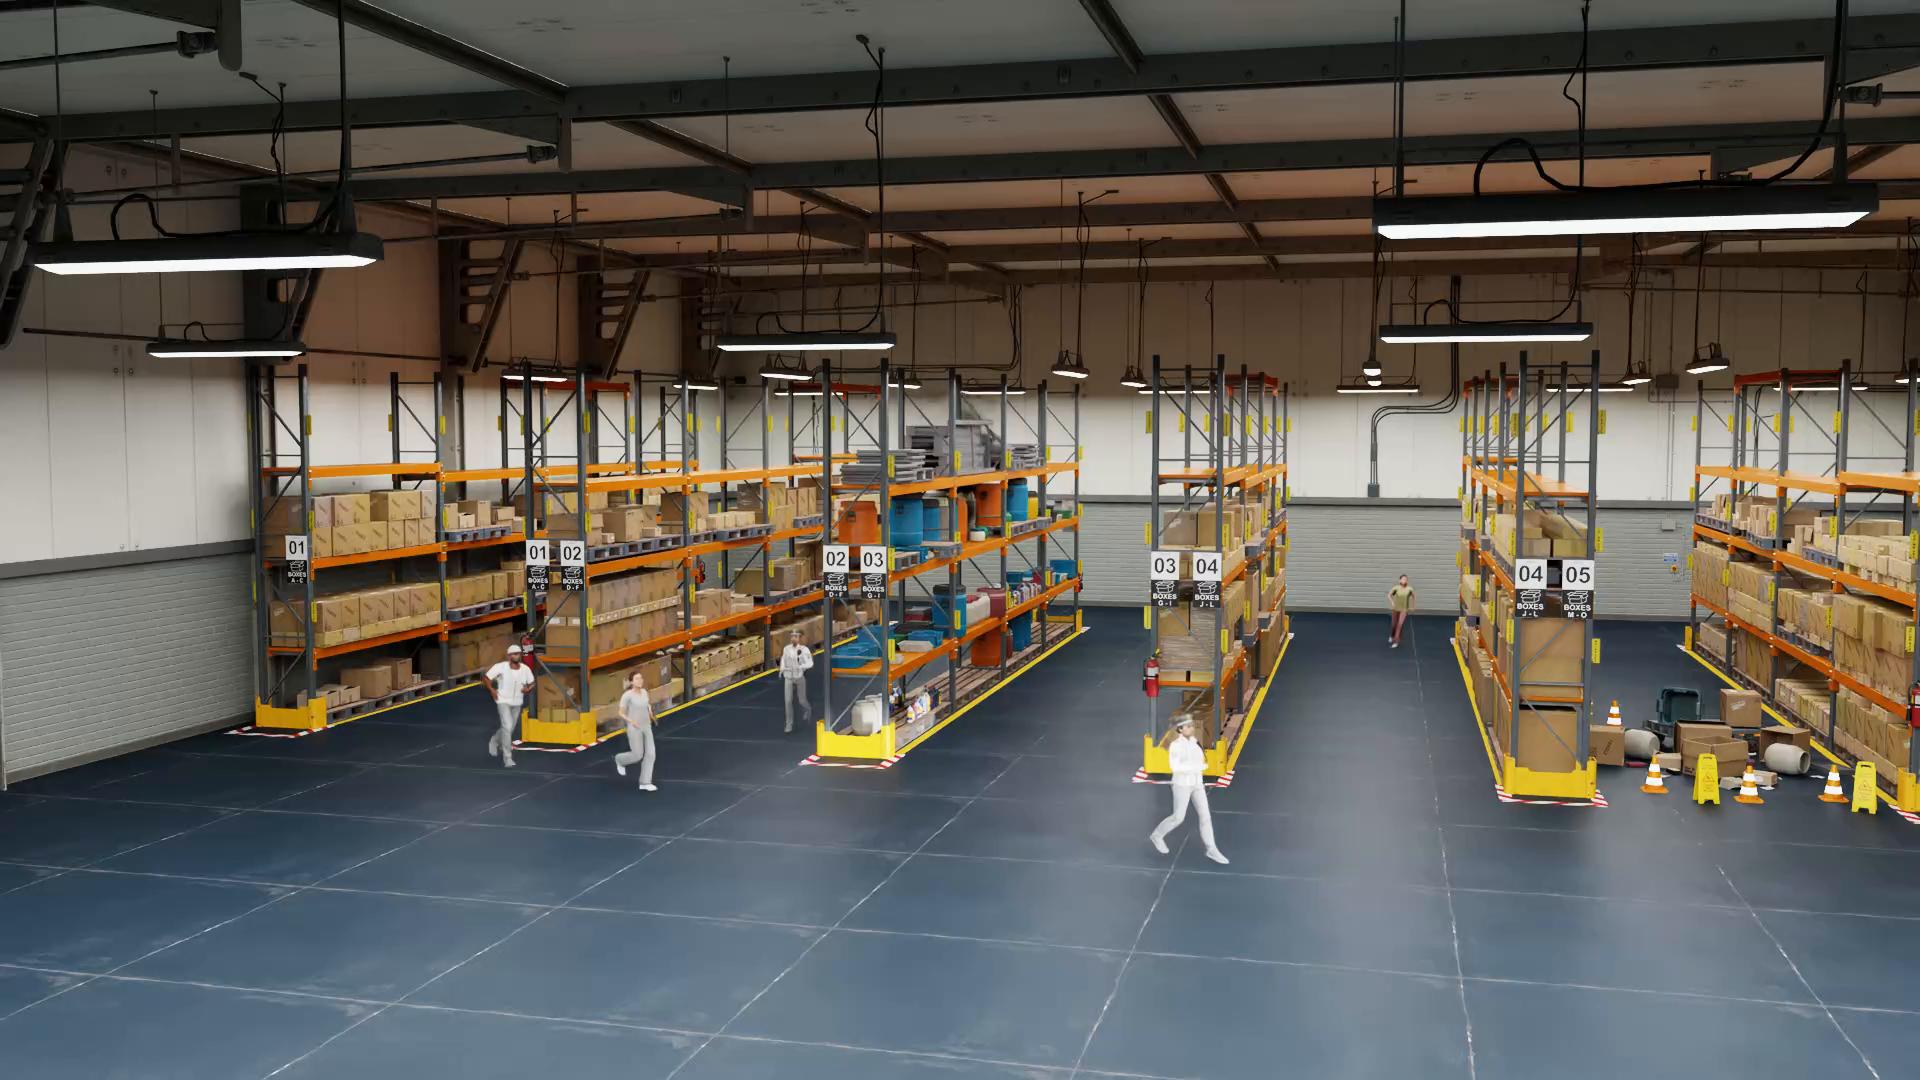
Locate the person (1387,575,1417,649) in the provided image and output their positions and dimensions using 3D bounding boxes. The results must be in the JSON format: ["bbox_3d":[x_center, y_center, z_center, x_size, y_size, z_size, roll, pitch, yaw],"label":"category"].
[{"bbox_3d":[9.957,1.593,37.460,0.644,1.635,0.918,1,4,12],"label":"person"}]

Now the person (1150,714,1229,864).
[{"bbox_3d":[2.647,2.820,19.100,0.624,1.668,0.997,-4,5,-42],"label":"person"}]

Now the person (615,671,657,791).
[{"bbox_3d":[-4.436,2.614,22.939,0.806,1.631,0.580,4,5,42],"label":"person"}]

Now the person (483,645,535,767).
[{"bbox_3d":[-6.687,2.435,24.776,0.736,1.755,0.906,-3,5,-40],"label":"person"}]

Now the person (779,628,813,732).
[{"bbox_3d":[-2.703,2.272,27.304,0.624,1.670,0.865,1,4,13],"label":"person"}]
